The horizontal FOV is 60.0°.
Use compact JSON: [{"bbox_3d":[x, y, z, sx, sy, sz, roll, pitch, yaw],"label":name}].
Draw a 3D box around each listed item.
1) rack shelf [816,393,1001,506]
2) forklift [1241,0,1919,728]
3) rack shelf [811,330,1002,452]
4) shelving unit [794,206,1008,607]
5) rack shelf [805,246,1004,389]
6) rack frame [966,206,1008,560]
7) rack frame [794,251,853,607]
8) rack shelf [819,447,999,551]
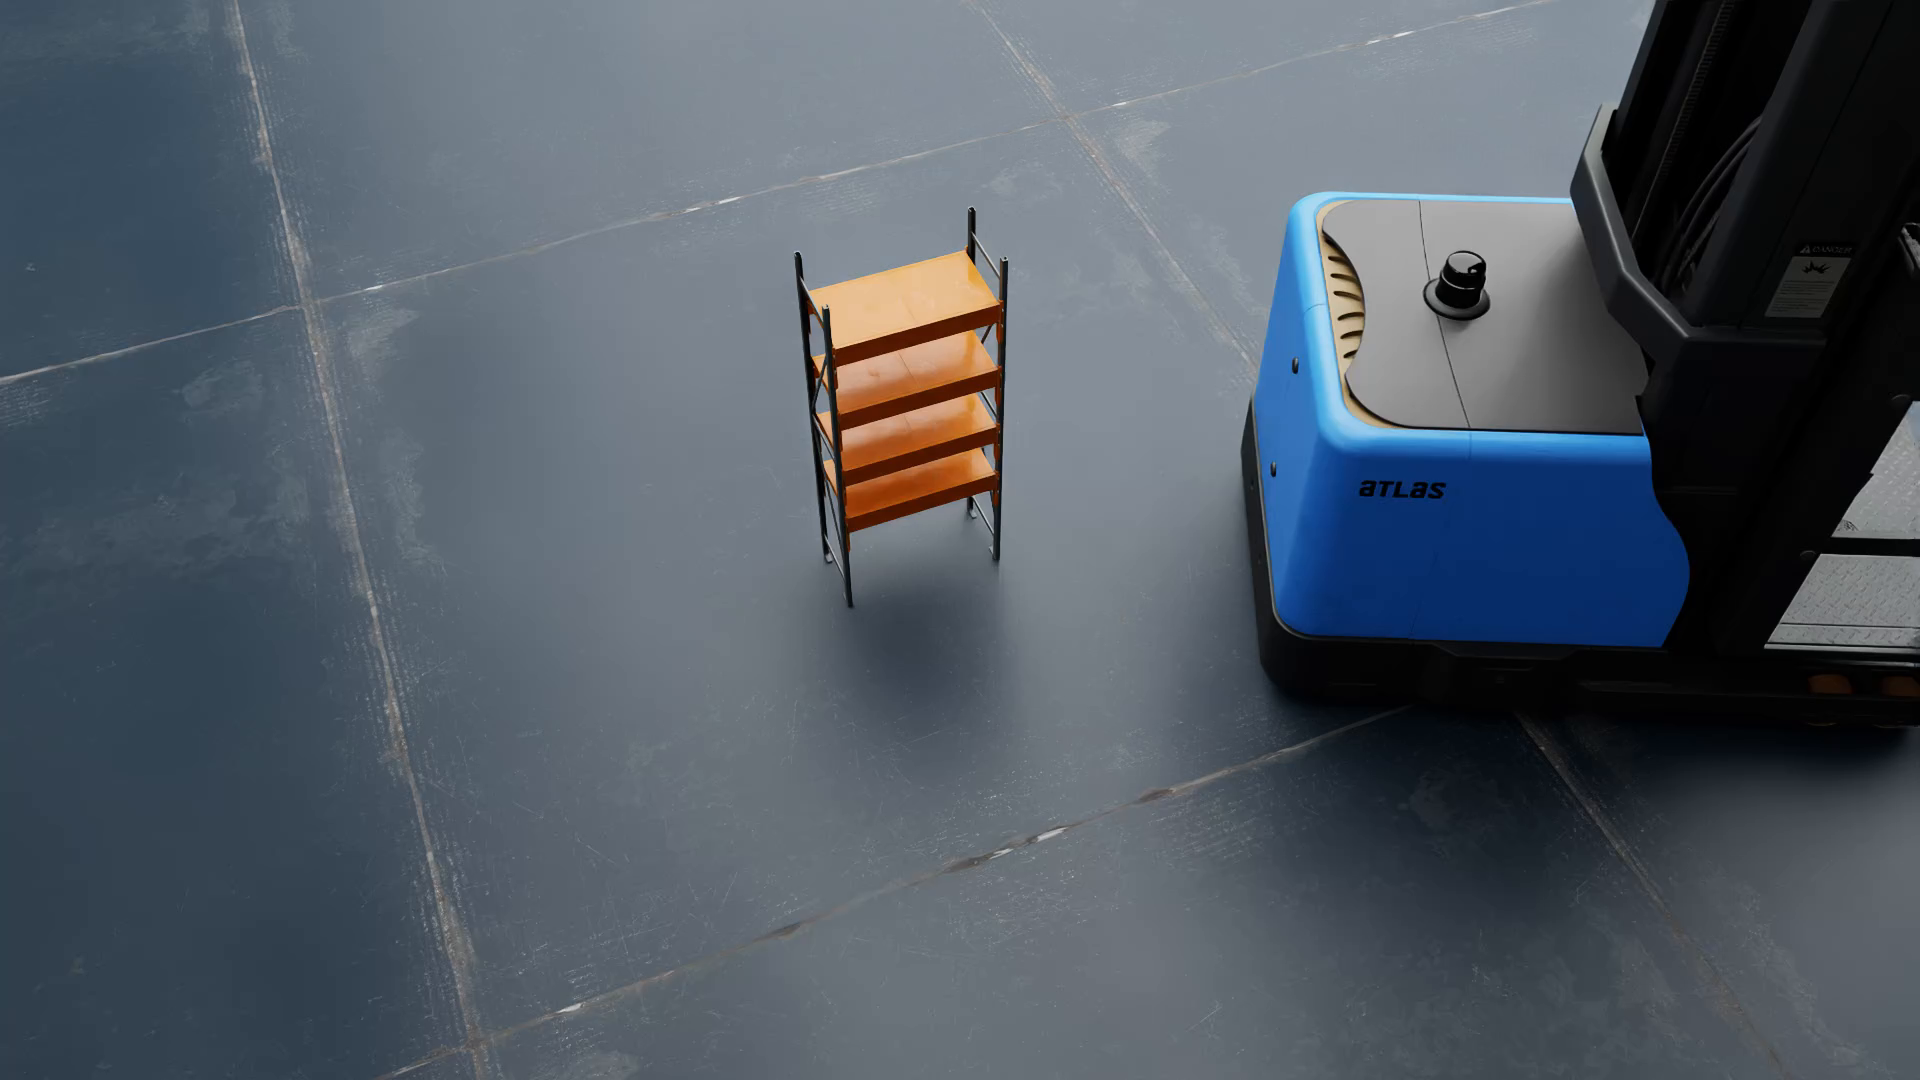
[{"bbox_3d":[-0.153,-0.300,4.805,0.480,0.148,0.258,-17,52,-14],"label":"rack shelf"},{"bbox_3d":[2.408,-0.829,4.030,3.031,2.935,1.130,2,49,2],"label":"forklift"},{"bbox_3d":[-0.153,-0.445,4.635,0.480,0.148,0.258,-17,52,-14],"label":"rack shelf"},{"bbox_3d":[-0.153,-0.343,4.754,0.503,1.200,0.258,-17,52,-14],"label":"shelving unit"},{"bbox_3d":[-0.153,-0.599,4.456,0.480,0.148,0.258,-17,52,-14],"label":"rack shelf"},{"bbox_3d":[0.073,-0.413,4.814,0.015,1.200,0.240,-17,52,-14],"label":"rack frame"},{"bbox_3d":[-0.379,-0.273,4.694,0.015,1.200,0.240,-17,52,-14],"label":"rack frame"},{"bbox_3d":[-0.153,-0.170,4.956,0.480,0.148,0.258,-17,52,-14],"label":"rack shelf"}]
